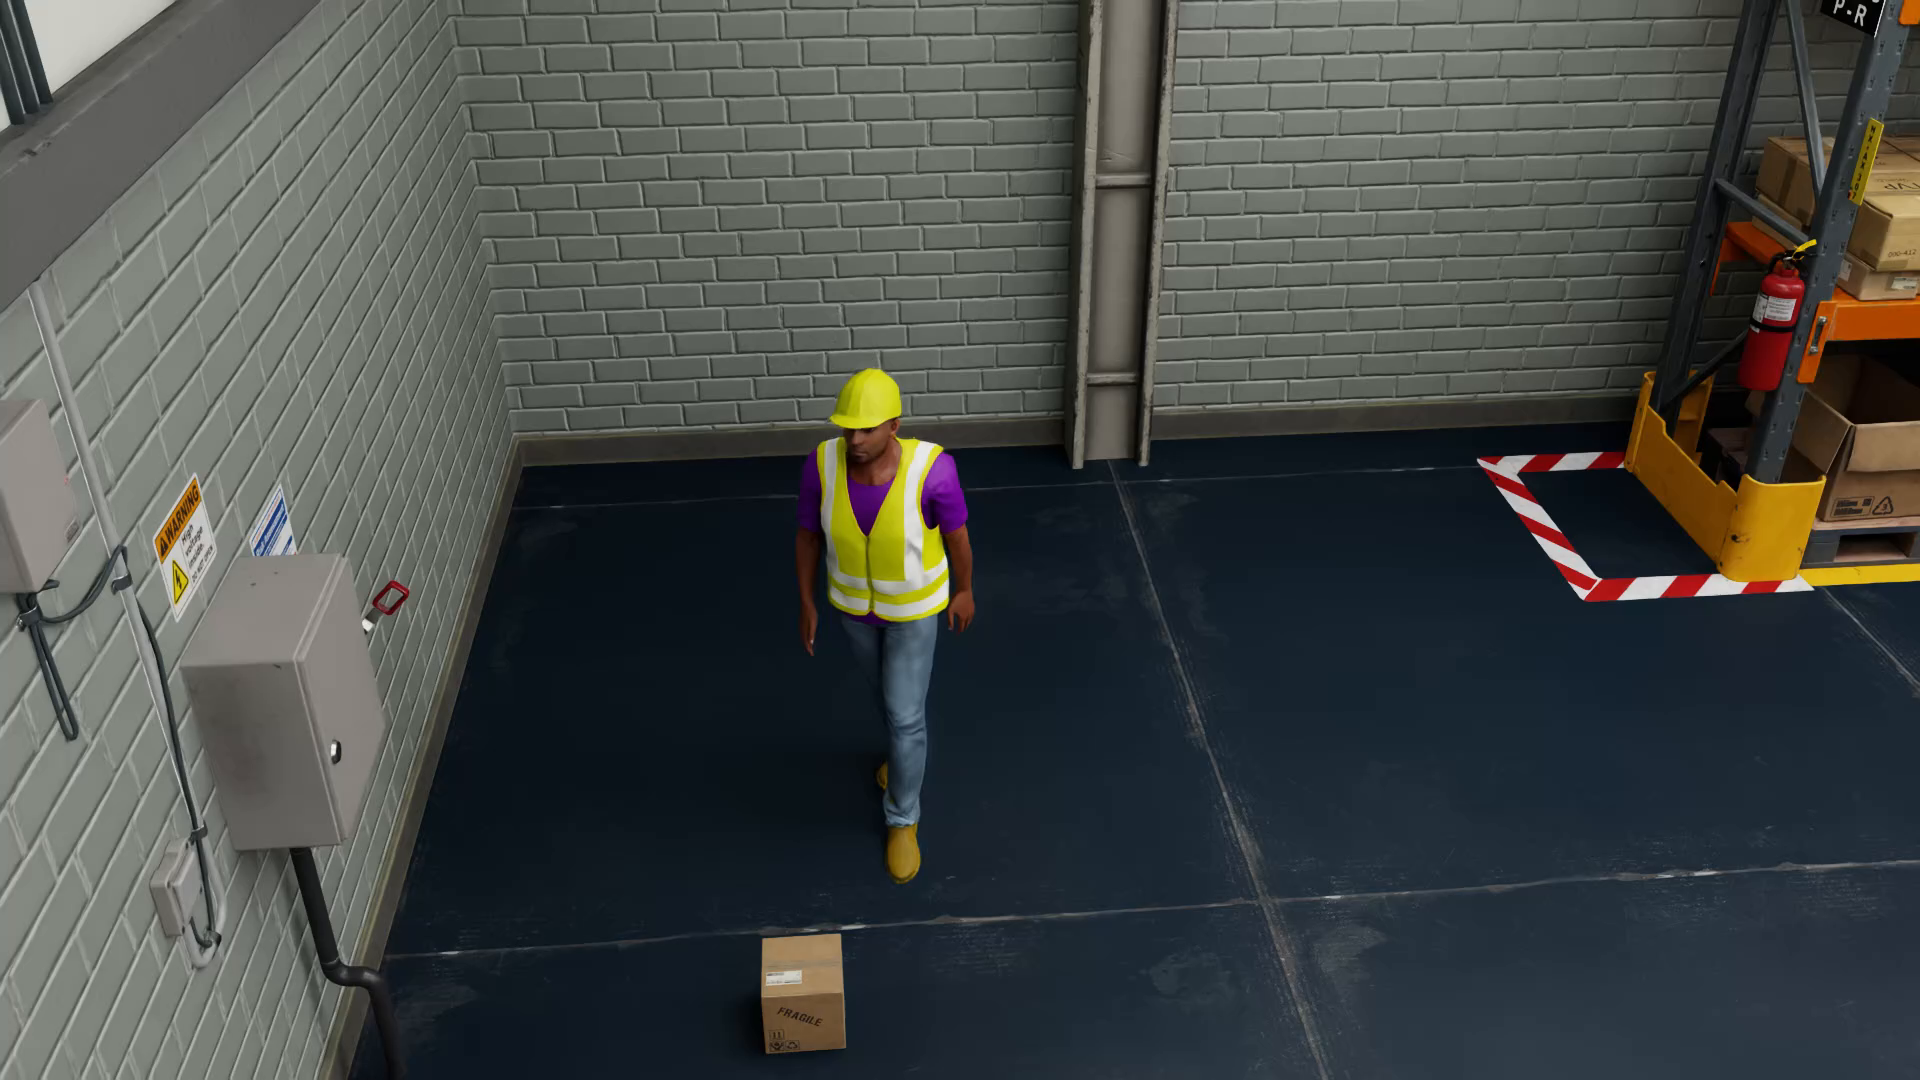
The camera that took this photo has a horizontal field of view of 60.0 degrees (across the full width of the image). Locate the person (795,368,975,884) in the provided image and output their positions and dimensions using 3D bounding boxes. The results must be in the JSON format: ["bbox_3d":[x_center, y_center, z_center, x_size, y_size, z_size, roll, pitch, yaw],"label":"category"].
[{"bbox_3d":[-0.285,0.236,5.715,0.582,1.782,0.722,10,32,17],"label":"person"}]
